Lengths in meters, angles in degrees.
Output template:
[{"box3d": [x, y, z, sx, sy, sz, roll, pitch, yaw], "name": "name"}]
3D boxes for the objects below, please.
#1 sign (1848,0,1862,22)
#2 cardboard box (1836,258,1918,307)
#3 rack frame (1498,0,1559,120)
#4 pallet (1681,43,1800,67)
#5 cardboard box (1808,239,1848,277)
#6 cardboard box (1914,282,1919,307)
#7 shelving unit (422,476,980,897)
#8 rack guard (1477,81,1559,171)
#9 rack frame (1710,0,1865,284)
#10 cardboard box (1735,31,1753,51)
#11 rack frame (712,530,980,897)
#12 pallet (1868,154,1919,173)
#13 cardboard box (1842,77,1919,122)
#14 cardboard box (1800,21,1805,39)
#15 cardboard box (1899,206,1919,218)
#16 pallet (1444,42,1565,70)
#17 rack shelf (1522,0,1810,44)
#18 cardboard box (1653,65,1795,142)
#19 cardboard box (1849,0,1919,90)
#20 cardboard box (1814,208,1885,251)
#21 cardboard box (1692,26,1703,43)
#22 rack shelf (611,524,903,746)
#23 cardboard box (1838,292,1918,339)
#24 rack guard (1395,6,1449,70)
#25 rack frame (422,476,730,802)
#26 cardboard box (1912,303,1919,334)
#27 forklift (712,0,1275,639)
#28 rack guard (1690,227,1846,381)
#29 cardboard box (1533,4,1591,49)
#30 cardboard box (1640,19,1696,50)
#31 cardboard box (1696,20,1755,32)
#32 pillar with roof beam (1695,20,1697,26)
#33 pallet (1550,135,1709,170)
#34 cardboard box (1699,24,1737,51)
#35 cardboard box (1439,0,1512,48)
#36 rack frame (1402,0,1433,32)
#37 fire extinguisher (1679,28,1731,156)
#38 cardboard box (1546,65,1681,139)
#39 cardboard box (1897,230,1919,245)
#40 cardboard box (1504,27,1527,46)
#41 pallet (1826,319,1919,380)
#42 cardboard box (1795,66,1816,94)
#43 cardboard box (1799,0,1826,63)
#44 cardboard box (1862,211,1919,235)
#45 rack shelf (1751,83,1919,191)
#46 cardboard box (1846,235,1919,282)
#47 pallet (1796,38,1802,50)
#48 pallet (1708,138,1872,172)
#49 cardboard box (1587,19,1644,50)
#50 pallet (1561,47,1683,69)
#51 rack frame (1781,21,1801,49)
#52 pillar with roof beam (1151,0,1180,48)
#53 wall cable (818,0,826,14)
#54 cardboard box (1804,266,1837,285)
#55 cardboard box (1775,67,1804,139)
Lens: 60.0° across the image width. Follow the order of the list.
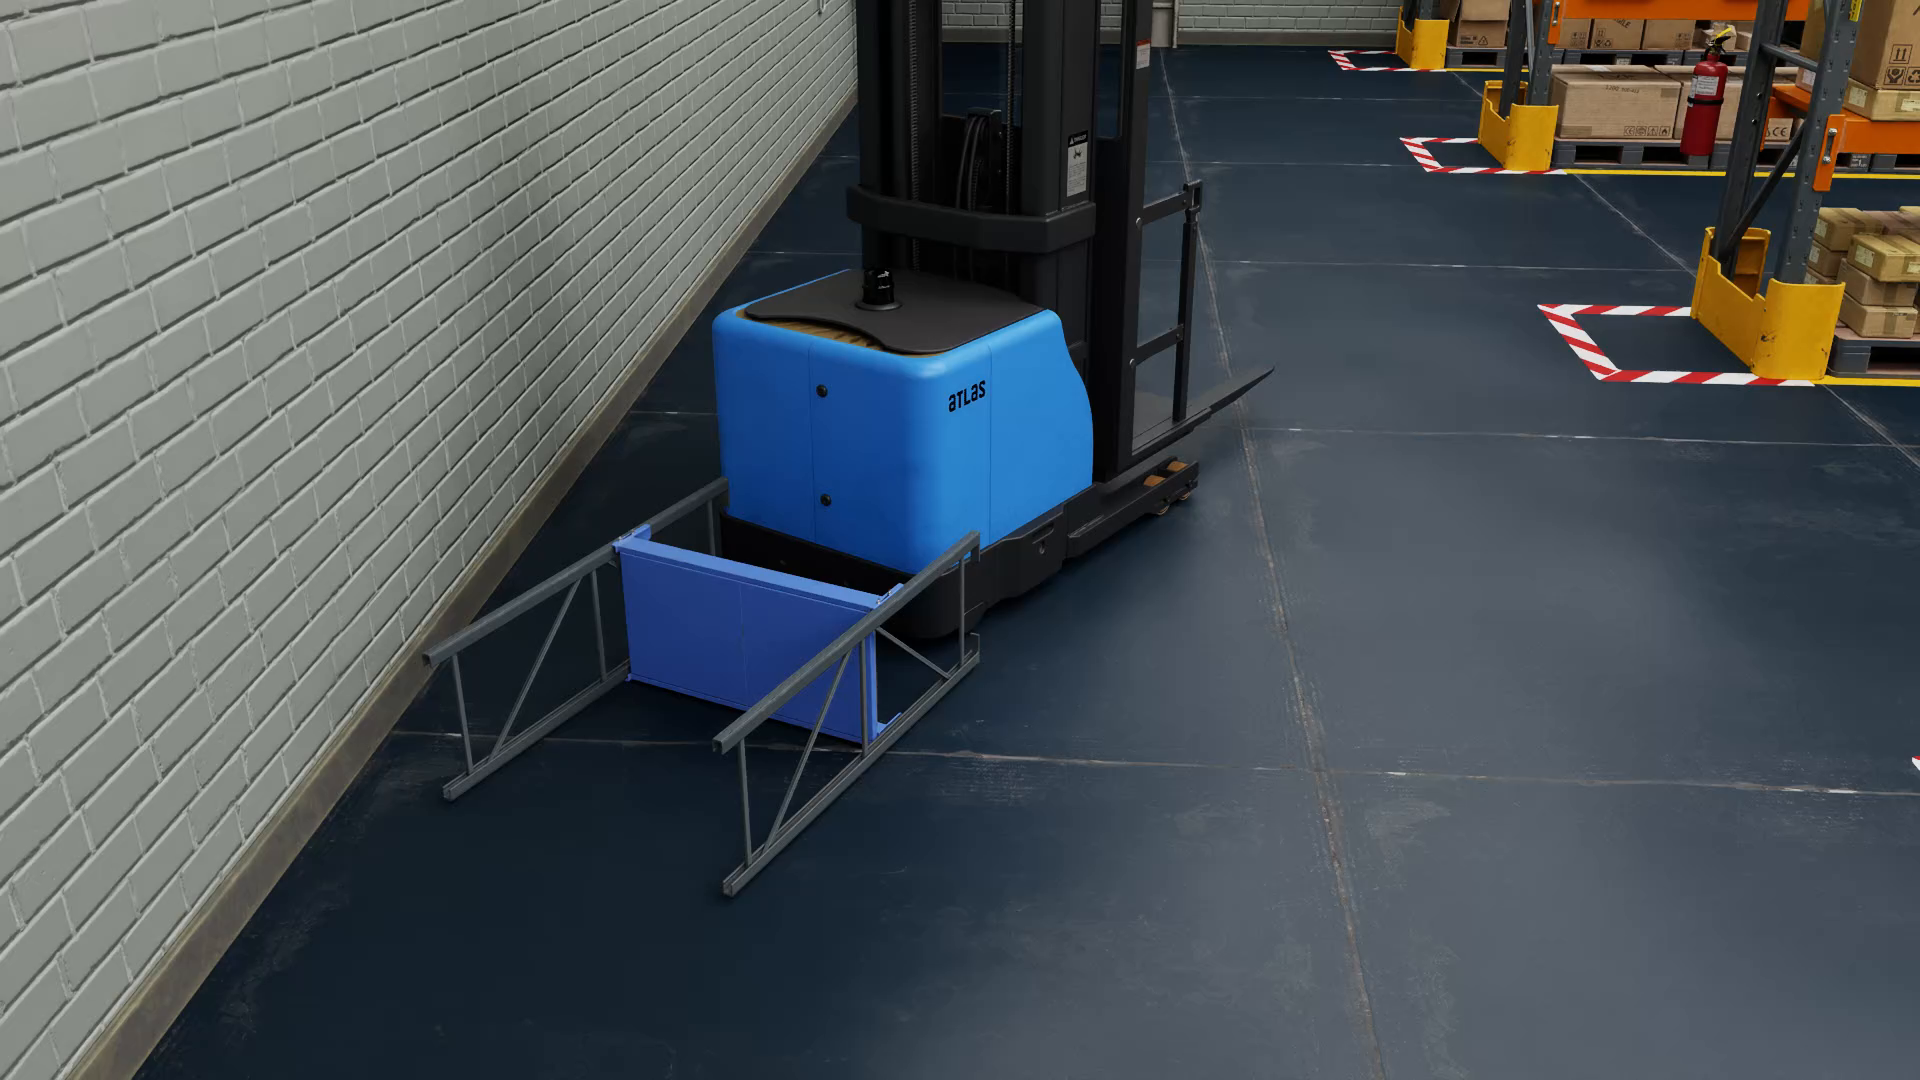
[{"box3d": [4.206, -2.597, 7.770, 0.005, 0.325, 0.100, 2, 25, 4], "name": "sign"}, {"box3d": [4.751, -1.337, 8.620, 0.250, 0.149, 0.380, 3, 25, 6], "name": "cardboard box"}, {"box3d": [4.526, -4.496, 12.934, 0.127, 3.000, 1.000, 2, 25, 4], "name": "rack frame"}, {"box3d": [8.206, -5.193, 17.783, 1.213, 0.211, 1.003, 2, 25, 4], "name": "pallet"}, {"box3d": [4.796, -1.563, 9.111, 0.250, 0.149, 0.380, 1, 25, 3], "name": "cardboard box"}, {"box3d": [5.019, -1.305, 8.550, 0.250, 0.149, 0.380, 2, 25, 4], "name": "cardboard box"}, {"box3d": [-0.744, 0.376, 5.288, 1.048, 0.538, 1.500, 12, 27, 25], "name": "shelving unit"}, {"box3d": [4.502, -3.362, 13.458, 0.348, 0.500, 1.175, 2, 25, 4], "name": "rack guard"}, {"box3d": [4.248, -2.430, 8.443, 0.127, 3.000, 1.000, 2, 25, 4], "name": "rack frame"}, {"box3d": [8.313, -5.228, 17.432, 0.250, 0.149, 0.380, 1, 25, 2], "name": "cardboard box"}, {"box3d": [-0.293, 0.474, 5.075, 0.032, 0.500, 1.500, 12, 27, 25], "name": "rack frame"}, {"box3d": [7.762, -3.159, 13.362, 1.213, 0.211, 1.003, 2, 25, 4], "name": "pallet"}, {"box3d": [4.546, -2.169, 8.176, 0.250, 0.149, 0.380, 2, 25, 4], "name": "cardboard box"}, {"box3d": [9.403, -5.600, 17.820, 0.500, 0.500, 0.500, 2, 25, 4], "name": "cardboard box"}, {"box3d": [5.309, -1.697, 9.047, 0.250, 0.149, 0.380, 1, 25, 3], "name": "cardboard box"}, {"box3d": [5.773, -5.271, 17.953, 1.213, 0.211, 1.003, 2, 25, 4], "name": "pallet"}, {"box3d": [6.520, -4.106, 12.945, 4.000, 0.370, 1.077, 2, 25, 4], "name": "rack shelf"}, {"box3d": [6.105, -3.518, 13.370, 0.875, 0.438, 0.875, 2, 25, 5], "name": "cardboard box"}, {"box3d": [4.674, -2.481, 8.078, 0.500, 0.500, 0.500, 3, 25, 6], "name": "cardboard box"}, {"box3d": [4.795, -1.685, 9.019, 0.250, 0.149, 0.380, 2, 25, 5], "name": "cardboard box"}, {"box3d": [7.818, -5.467, 17.950, 0.250, 0.149, 0.380, 2, 25, 3], "name": "cardboard box"}, {"box3d": [-0.661, 0.310, 5.433, 1.000, 0.538, 0.185, 12, 27, 25], "name": "rack shelf"}, {"box3d": [4.746, -1.176, 8.625, 0.250, 0.149, 0.380, 2, 25, 5], "name": "cardboard box"}, {"box3d": [4.978, -5.427, 17.947, 0.348, 0.500, 1.175, 2, 25, 4], "name": "rack guard"}, {"box3d": [-1.195, 0.278, 5.501, 0.032, 0.500, 1.500, 12, 27, 25], "name": "rack frame"}, {"box3d": [5.013, -1.201, 8.681, 0.250, 0.149, 0.380, 2, 25, 4], "name": "cardboard box"}, {"box3d": [0.366, -1.542, 6.595, 1.130, 2.935, 3.031, 17, 30, 32], "name": "forklift"}, {"box3d": [4.324, -1.292, 8.960, 0.348, 0.500, 1.175, 2, 25, 4], "name": "rack guard"}, {"box3d": [6.354, -5.518, 17.641, 0.500, 0.500, 0.700, 3, 25, 6], "name": "cardboard box"}, {"box3d": [7.389, -5.485, 17.569, 0.500, 0.500, 0.700, 1, 25, 2], "name": "cardboard box"}, {"box3d": [8.250, -5.526, 17.886, 0.500, 0.311, 0.500, 3, 25, 6], "name": "cardboard box"}, {"box3d": [7.936, -7.766, 12.863, 0.400, 9.000, 9.100, 2, 25, 4], "name": "pillar with roof beam"}, {"box3d": [5.329, -3.237, 13.532, 1.213, 0.211, 1.003, 2, 25, 4], "name": "pallet"}, {"box3d": [7.957, -5.293, 17.433, 0.258, 0.266, 0.396, 3, 25, 6], "name": "cardboard box"}, {"box3d": [5.505, -5.563, 17.735, 0.637, 0.503, 0.797, 1, 25, 2], "name": "cardboard box"}, {"box3d": [4.902, -6.565, 17.430, 0.127, 3.000, 1.000, 2, 25, 4], "name": "rack frame"}, {"box3d": [4.032, -2.426, 8.973, 0.183, 0.674, 0.296, 2, 25, 4], "name": "fire extinguisher"}, {"box3d": [5.192, -3.544, 13.426, 0.875, 0.438, 0.875, 1, 25, 2], "name": "cardboard box"}, {"box3d": [5.028, -1.479, 8.572, 0.250, 0.149, 0.380, 2, 25, 5], "name": "cardboard box"}, {"box3d": [5.926, -5.372, 17.745, 0.250, 0.149, 0.380, 1, 25, 2], "name": "cardboard box"}, {"box3d": [5.131, -1.120, 8.932, 1.213, 0.211, 1.003, 2, 25, 4], "name": "pallet"}, {"box3d": [4.595, -2.423, 8.729, 0.250, 0.149, 0.380, 2, 25, 4], "name": "cardboard box"}, {"box3d": [4.716, -2.704, 8.562, 0.500, 0.500, 0.500, 2, 25, 5], "name": "cardboard box"}, {"box3d": [5.041, -1.653, 8.950, 0.250, 0.149, 0.380, 2, 25, 5], "name": "cardboard box"}, {"box3d": [6.242, -2.039, 8.454, 4.000, 0.370, 1.077, 2, 25, 4], "name": "rack shelf"}, {"box3d": [4.744, -1.438, 8.482, 0.250, 0.149, 0.380, 1, 25, 2], "name": "cardboard box"}, {"box3d": [9.704, -5.160, 17.712, 1.213, 0.211, 1.003, 2, 25, 4], "name": "pallet"}, {"box3d": [6.542, -3.197, 13.444, 1.213, 0.211, 1.003, 2, 25, 4], "name": "pallet"}, {"box3d": [6.874, -5.459, 17.514, 0.500, 0.500, 0.500, 2, 25, 5], "name": "cardboard box"}, {"box3d": [6.986, -5.231, 17.866, 1.213, 0.211, 1.003, 2, 25, 4], "name": "pallet"}, {"box3d": [8.891, -6.437, 17.152, 0.127, 3.000, 1.000, 2, 25, 4], "name": "rack frame"}, {"box3d": [1.953, -7.958, 13.280, 0.400, 9.000, 9.100, 2, 25, 4], "name": "pillar with roof beam"}, {"box3d": [-1.098, -5.143, 13.086, 0.123, 1.953, 0.585, 2, 25, 4], "name": "wall cable"}, {"box3d": [4.789, -1.396, 9.103, 0.250, 0.149, 0.380, 2, 25, 5], "name": "cardboard box"}, {"box3d": [7.004, -3.489, 13.306, 0.875, 0.438, 0.875, 1, 25, 2], "name": "cardboard box"}]
